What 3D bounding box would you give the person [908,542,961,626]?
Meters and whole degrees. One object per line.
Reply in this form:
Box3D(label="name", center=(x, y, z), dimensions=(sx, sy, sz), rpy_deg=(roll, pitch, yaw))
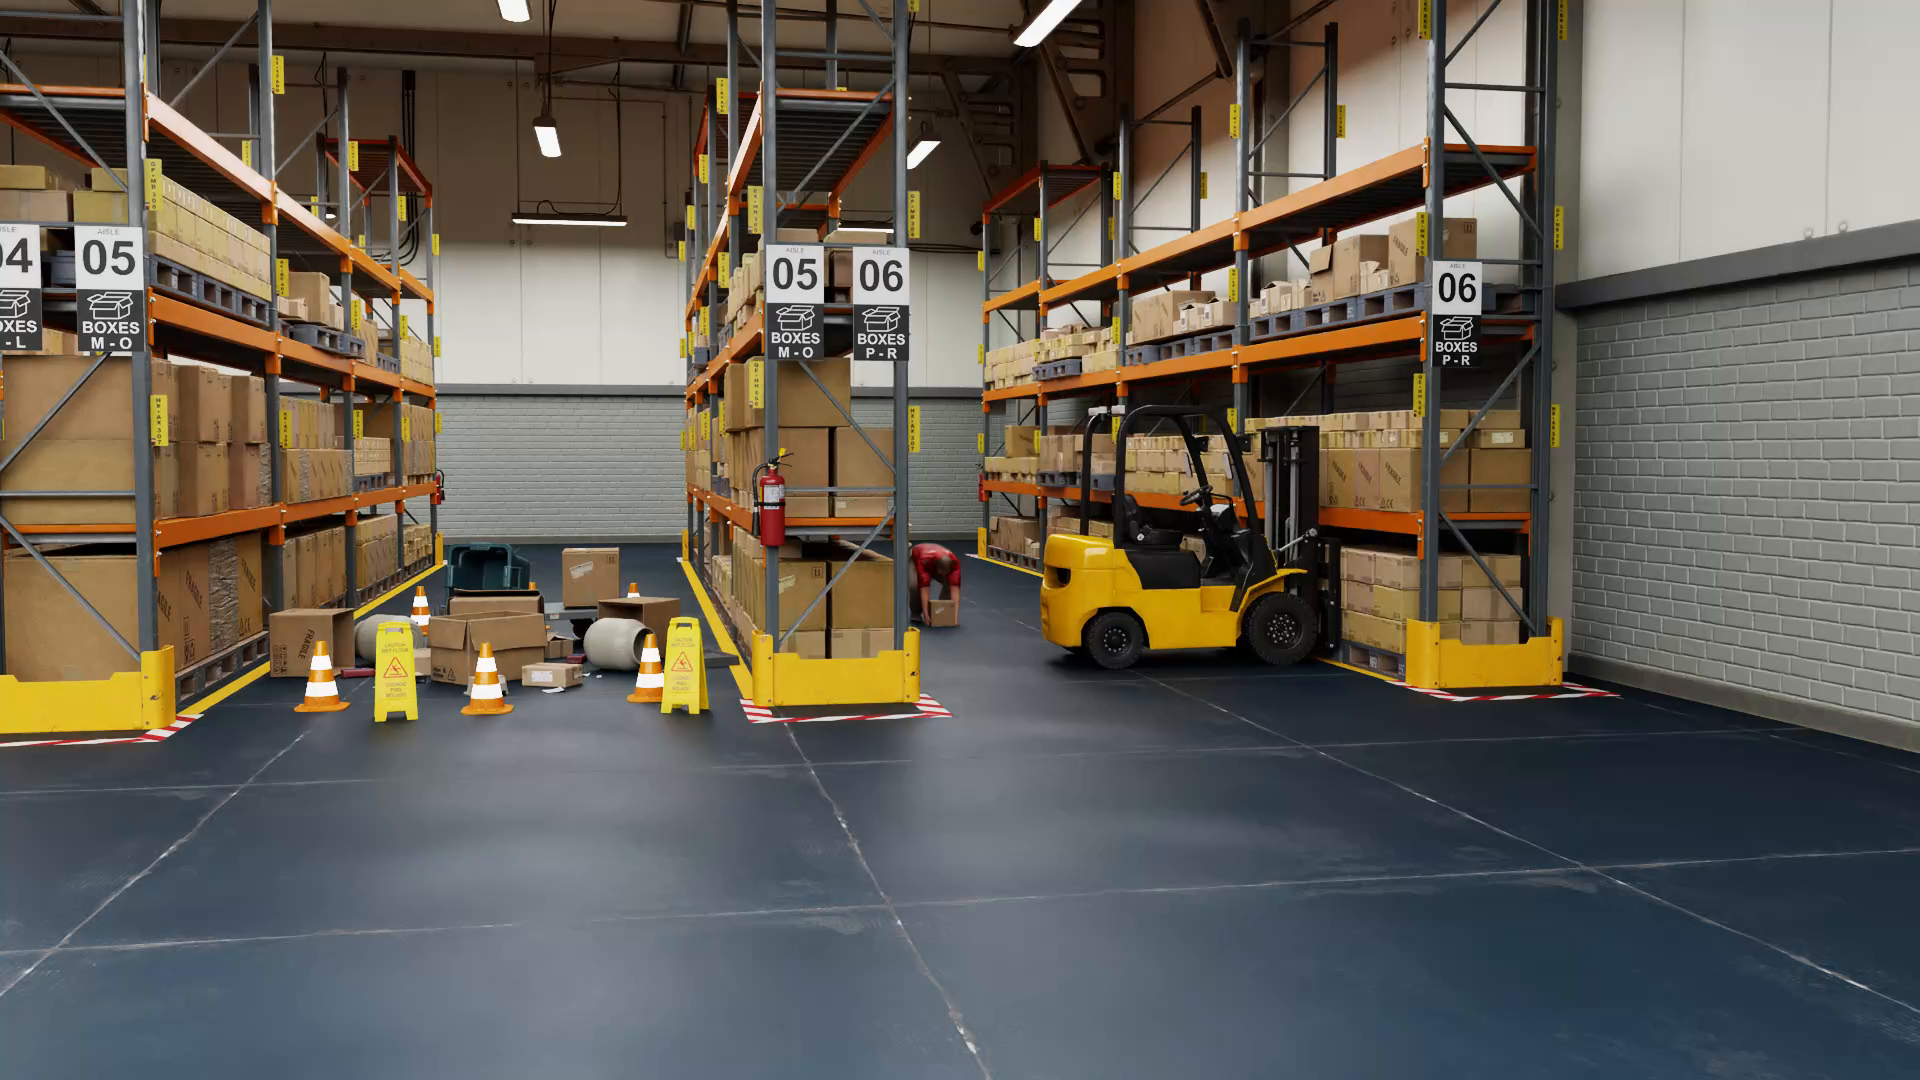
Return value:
Box3D(label="person", center=(-0.271, 0.455, 17.357), dimensions=(0.545, 0.845, 0.957), rpy_deg=(-1, 3, -13))
